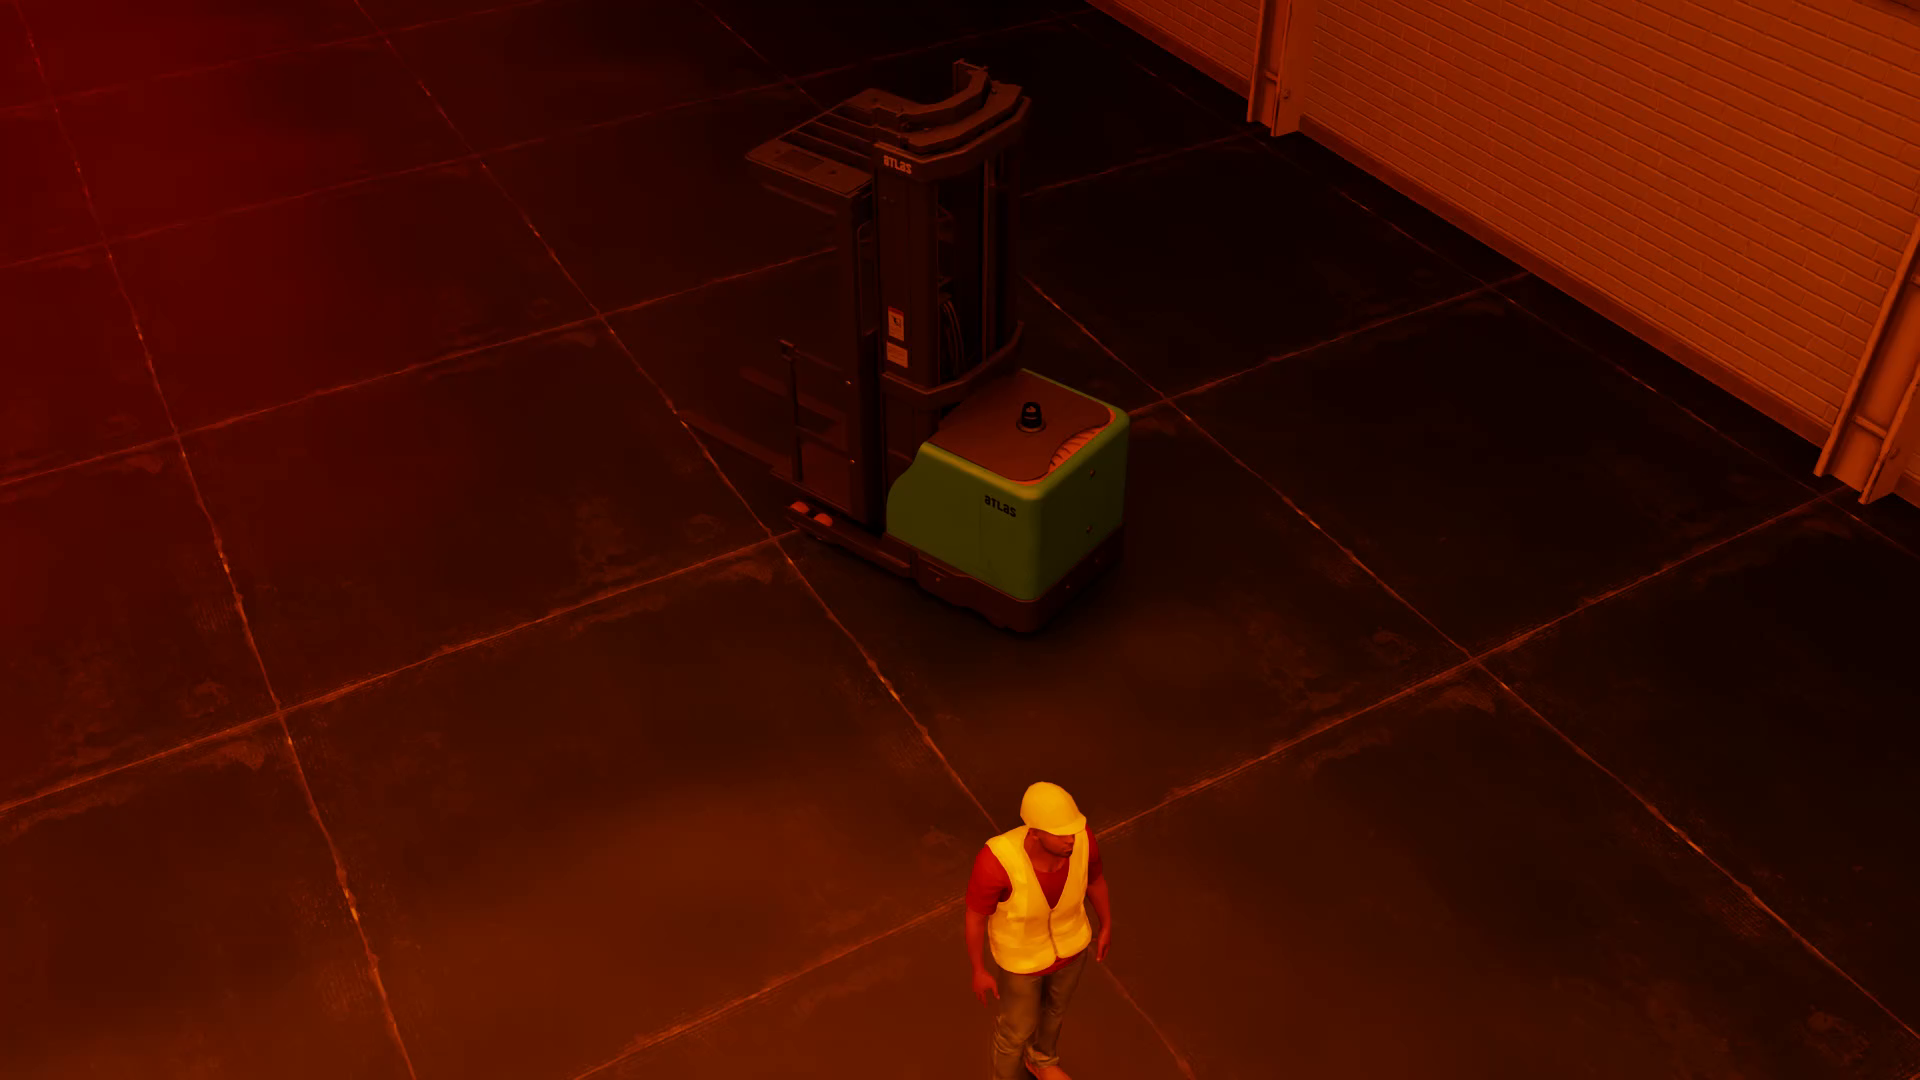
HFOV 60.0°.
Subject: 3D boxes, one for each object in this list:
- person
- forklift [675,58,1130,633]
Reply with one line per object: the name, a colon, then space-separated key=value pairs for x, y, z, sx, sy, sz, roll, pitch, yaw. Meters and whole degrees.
person: x=0.365 y=1.728 z=6.853 sx=0.666 sy=1.765 sz=0.578 roll=-18 pitch=43 yaw=-21
forklift: x=-0.481 y=-1.366 z=9.683 sx=3.031 sy=2.935 sz=1.130 roll=26 pitch=46 yaw=28
